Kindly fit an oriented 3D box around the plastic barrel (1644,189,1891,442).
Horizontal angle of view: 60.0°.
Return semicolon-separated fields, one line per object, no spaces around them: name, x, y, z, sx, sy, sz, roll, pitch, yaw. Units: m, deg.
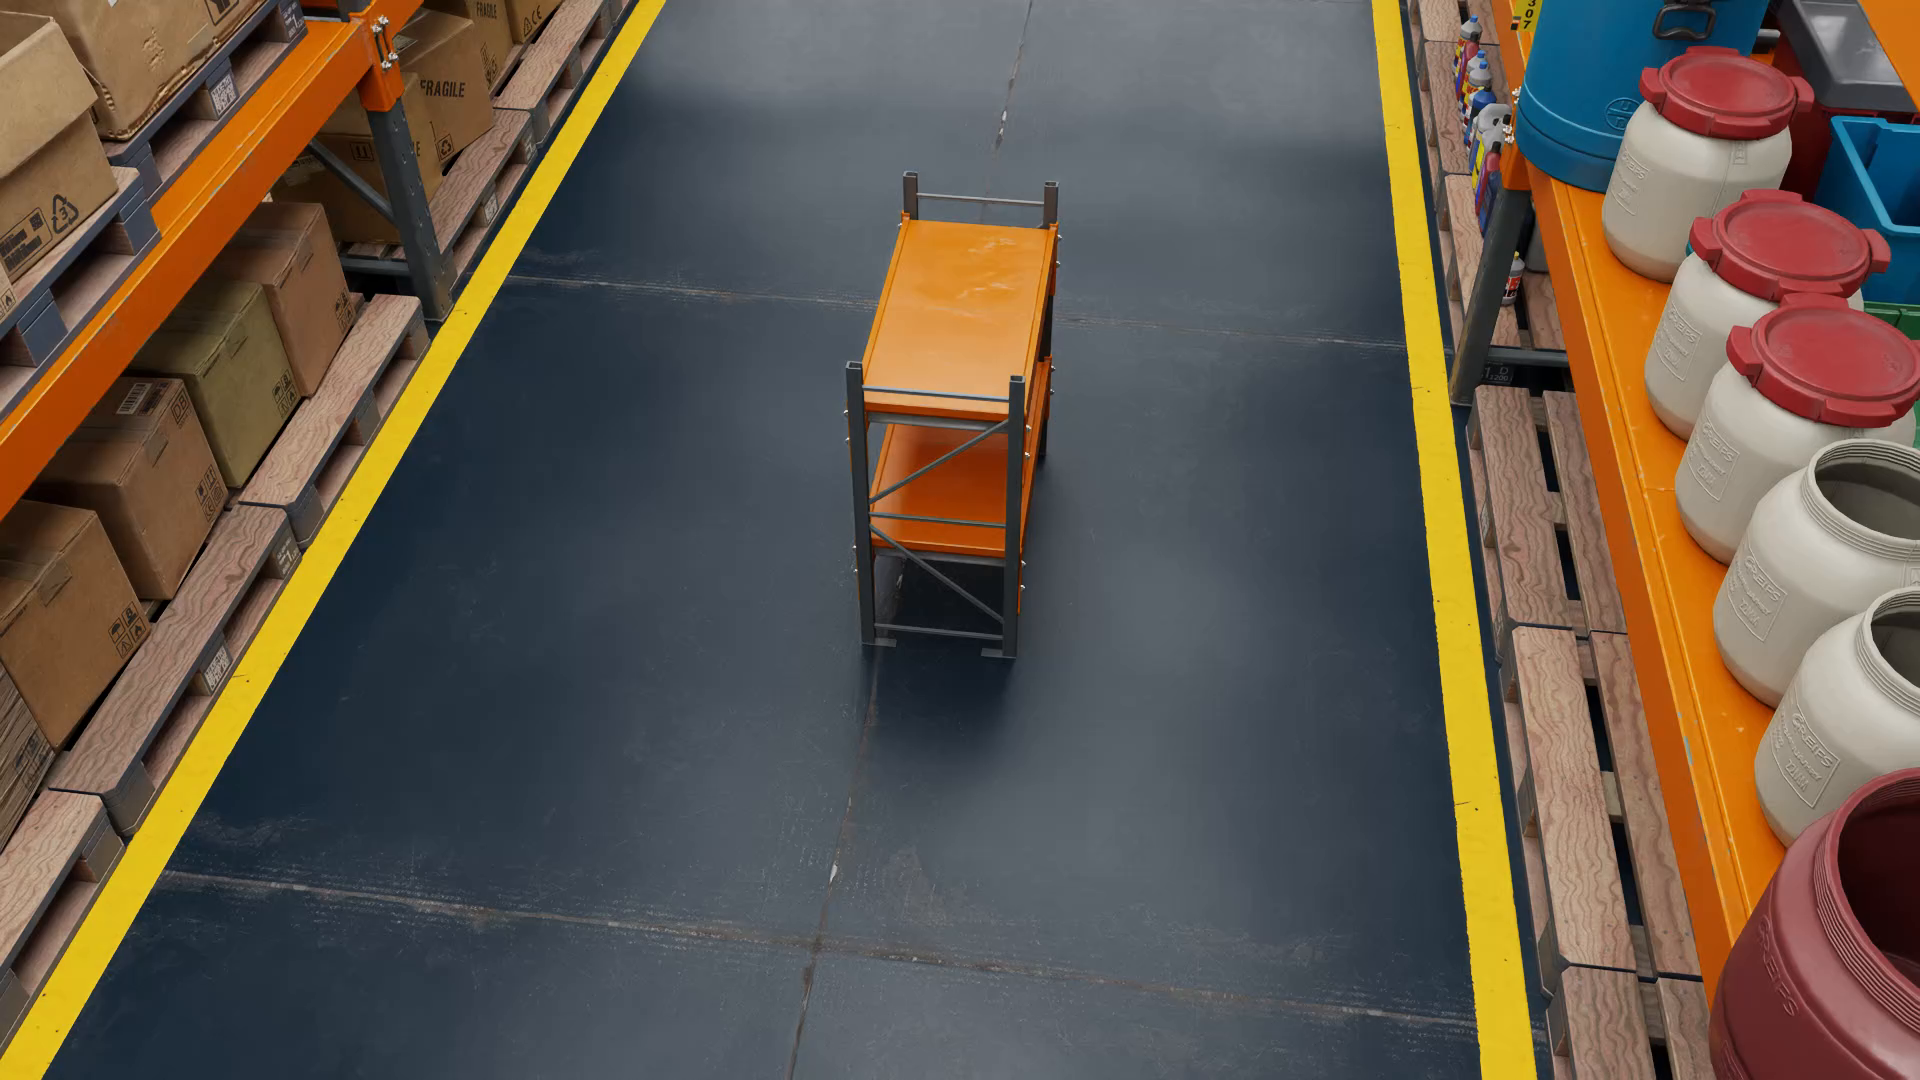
plastic barrel;1.914;-0.507;4.005;0.433;0.535;0.433;0;43;0

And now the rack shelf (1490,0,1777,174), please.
rack shelf;2.619;-2.691;6.934;1.077;0.370;4.000;5;44;6

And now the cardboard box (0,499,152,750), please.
cardboard box;-2.886;0.209;4.845;0.700;0.500;0.500;9;44;9

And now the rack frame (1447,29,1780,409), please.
rack frame;2.355;-1.590;5.247;1.000;3.000;0.127;5;44;6

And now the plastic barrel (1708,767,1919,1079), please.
plastic barrel;1.587;0.743;2.684;0.600;0.536;0.708;5;44;6

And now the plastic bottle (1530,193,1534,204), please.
plastic bottle;2.330;-1.360;6.666;0.152;0.276;0.135;5;44;6

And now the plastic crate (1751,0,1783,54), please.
plastic crate;2.550;-1.912;5.633;0.767;0.338;0.504;5;44;6

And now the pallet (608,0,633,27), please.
pallet;-2.178;-3.151;8.924;1.003;0.211;1.213;5;44;6

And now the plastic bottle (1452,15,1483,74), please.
plastic bottle;2.335;-2.277;7.638;0.097;0.271;0.097;0;43;0

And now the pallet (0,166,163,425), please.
pallet;-2.862;-0.597;4.338;1.003;0.211;1.213;5;44;6

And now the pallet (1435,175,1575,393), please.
pallet;2.485;-1.031;6.685;1.003;0.211;1.213;5;44;6

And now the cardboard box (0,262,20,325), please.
cardboard box;-2.634;-0.533;3.935;0.500;0.250;0.500;4;44;4

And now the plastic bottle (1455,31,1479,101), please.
plastic bottle;2.287;-2.129;7.473;0.061;0.283;0.133;6;44;6

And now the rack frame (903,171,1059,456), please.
rack frame;0.066;-0.750;5.724;0.500;1.125;0.032;5;44;6

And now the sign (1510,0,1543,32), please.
sign;1.811;-1.748;5.213;0.100;0.325;0.005;5;44;6

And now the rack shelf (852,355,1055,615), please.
rack shelf;-0.001;-0.226;5.526;0.538;0.278;1.000;5;44;6

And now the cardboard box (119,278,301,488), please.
cardboard box;-2.739;-0.552;5.650;0.700;0.500;0.500;5;44;5

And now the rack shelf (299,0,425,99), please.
rack shelf;-2.290;-3.142;7.410;1.077;0.370;4.000;5;44;6

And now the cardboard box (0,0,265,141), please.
cardboard box;-2.799;-1.881;4.814;1.000;1.000;1.000;6;44;6

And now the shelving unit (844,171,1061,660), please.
shelving unit;-0.001;-0.404;5.358;0.538;1.125;1.048;5;44;6

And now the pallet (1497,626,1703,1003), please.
pallet;2.131;0.795;4.756;1.003;0.211;1.213;5;44;6

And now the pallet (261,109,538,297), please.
pallet;-2.501;-1.488;7.168;1.003;0.211;1.213;5;44;6

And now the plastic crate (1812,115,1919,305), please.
plastic crate;2.517;-0.804;4.429;0.392;0.384;0.575;5;44;6

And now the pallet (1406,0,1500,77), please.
pallet;2.807;-2.694;8.442;1.003;0.211;1.213;5;44;6

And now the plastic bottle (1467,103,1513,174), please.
plastic bottle;2.248;-1.687;7.011;0.152;0.276;0.135;6;44;6

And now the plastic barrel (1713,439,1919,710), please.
plastic barrel;1.806;0.088;3.394;0.421;0.512;0.421;0;43;0

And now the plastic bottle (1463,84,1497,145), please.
plastic bottle;2.250;-1.838;7.173;0.097;0.271;0.097;0;43;0

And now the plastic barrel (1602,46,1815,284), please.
plastic barrel;2.011;-1.007;4.533;0.433;0.535;0.433;0;43;0

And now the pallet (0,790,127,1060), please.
pallet;-2.979;1.166;4.365;1.003;0.211;1.213;5;44;6

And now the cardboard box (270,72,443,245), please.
cardboard box;-2.462;-1.554;6.722;0.500;0.500;0.500;4;44;4

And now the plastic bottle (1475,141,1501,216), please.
plastic bottle;2.160;-1.474;6.780;0.061;0.283;0.133;8;44;8

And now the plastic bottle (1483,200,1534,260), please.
plastic bottle;2.154;-1.253;6.498;0.144;0.351;0.185;4;44;4

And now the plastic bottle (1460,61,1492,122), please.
plastic bottle;2.276;-1.976;7.319;0.097;0.271;0.097;0;43;0

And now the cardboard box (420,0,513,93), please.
cardboard box;-2.390;-2.375;7.589;0.500;0.500;0.500;2;43;2
